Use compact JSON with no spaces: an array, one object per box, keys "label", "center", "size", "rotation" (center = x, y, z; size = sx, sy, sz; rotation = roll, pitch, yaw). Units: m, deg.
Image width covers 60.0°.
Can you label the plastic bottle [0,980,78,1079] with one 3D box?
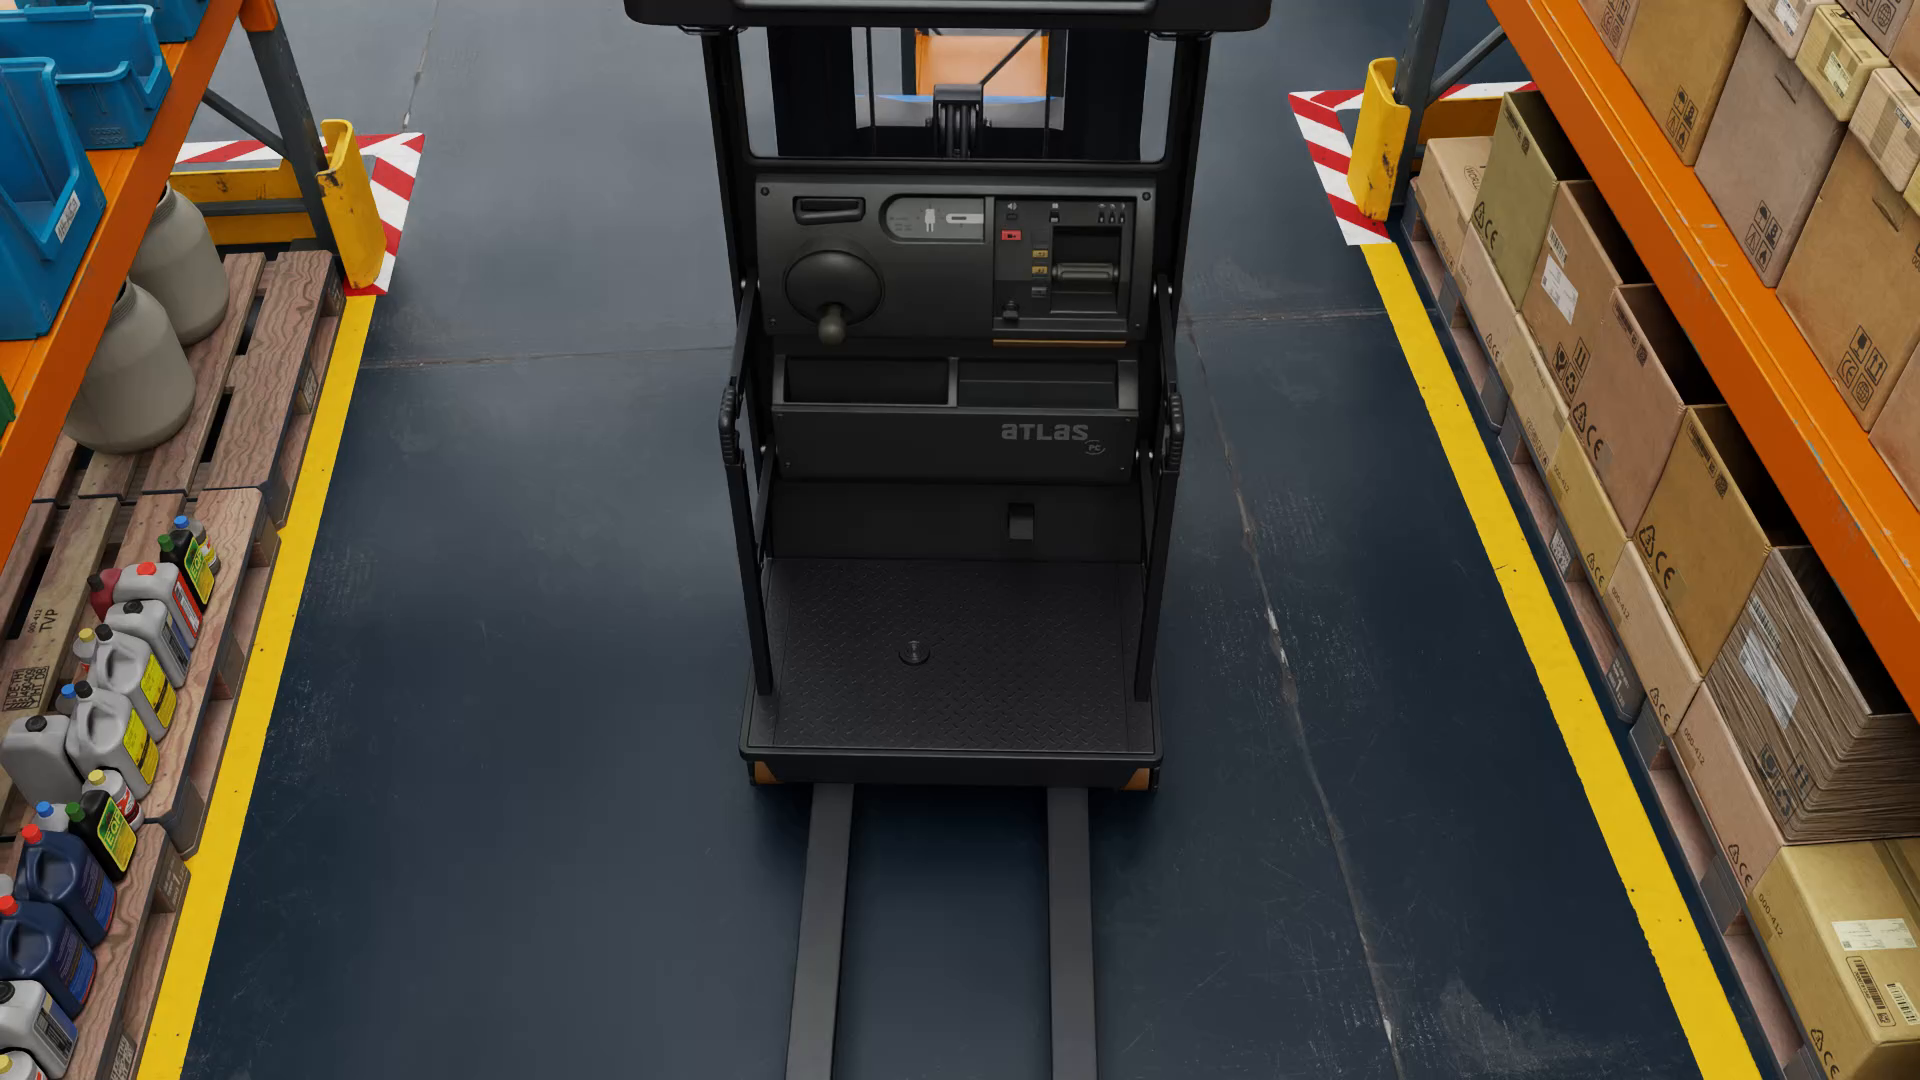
[{"label":"plastic bottle","center":[-2.115,1.089,3.726],"size":[0.152,0.276,0.135],"rotation":[-2,47,-2]}]

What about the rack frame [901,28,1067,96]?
[{"label":"rack frame","center":[0.072,-1.209,5.363],"size":[0.500,1.500,0.032],"rotation":[1,47,1]}]

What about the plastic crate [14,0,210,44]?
[{"label":"plastic crate","center":[-2.466,-1.706,4.902],"size":[0.499,0.251,0.616],"rotation":[-3,47,-3]}]

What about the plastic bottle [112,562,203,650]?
[{"label":"plastic bottle","center":[-2.221,0.170,4.596],"size":[0.152,0.276,0.135],"rotation":[-3,47,-3]}]

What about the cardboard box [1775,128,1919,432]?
[{"label":"cardboard box","center":[2.333,-0.605,3.688],"size":[0.700,0.500,0.500],"rotation":[-3,47,-3]}]

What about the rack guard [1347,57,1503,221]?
[{"label":"rack guard","center":[2.129,-1.557,6.381],"size":[1.175,0.500,0.348],"rotation":[-3,47,-3]}]

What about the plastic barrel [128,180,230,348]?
[{"label":"plastic barrel","center":[-2.674,-0.919,5.478],"size":[0.421,0.512,0.421],"rotation":[0,47,0]}]

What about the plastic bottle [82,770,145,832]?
[{"label":"plastic bottle","center":[-2.141,0.652,4.191],"size":[0.097,0.201,0.097],"rotation":[0,47,0]}]

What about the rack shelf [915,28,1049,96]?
[{"label":"rack shelf","center":[0.082,-1.455,5.843],"size":[0.538,0.185,1.000],"rotation":[1,47,1]}]

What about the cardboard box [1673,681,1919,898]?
[{"label":"cardboard box","center":[2.177,0.611,4.210],"size":[0.500,0.250,0.500],"rotation":[-3,47,-3]}]

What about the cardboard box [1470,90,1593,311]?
[{"label":"cardboard box","center":[1.998,-1.093,5.307],"size":[0.500,0.500,0.500],"rotation":[-3,47,-3]}]

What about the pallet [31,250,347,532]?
[{"label":"pallet","center":[-2.690,-0.502,5.580],"size":[1.003,0.211,1.213],"rotation":[-3,47,-3]}]

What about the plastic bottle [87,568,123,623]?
[{"label":"plastic bottle","center":[-2.327,0.175,4.587],"size":[0.061,0.283,0.133],"rotation":[-3,47,-3]}]

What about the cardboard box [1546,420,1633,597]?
[{"label":"cardboard box","center":[2.078,-0.112,4.894],"size":[0.500,0.250,0.500],"rotation":[-3,47,-3]}]

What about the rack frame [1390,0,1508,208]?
[{"label":"rack frame","center":[2.131,-2.400,5.457],"size":[1.000,3.000,0.127],"rotation":[-3,47,-3]}]

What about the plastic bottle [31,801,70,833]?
[{"label":"plastic bottle","center":[-2.190,0.730,4.069],"size":[0.097,0.271,0.097],"rotation":[0,47,0]}]

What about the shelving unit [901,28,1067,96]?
[{"label":"shelving unit","center":[0.082,-1.572,5.706],"size":[0.587,1.500,1.083],"rotation":[1,47,1]}]

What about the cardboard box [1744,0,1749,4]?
[{"label":"cardboard box","center":[2.059,-1.428,4.021],"size":[0.380,0.149,0.250],"rotation":[-4,47,-4]}]

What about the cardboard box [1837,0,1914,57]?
[{"label":"cardboard box","center":[2.296,-1.396,3.544],"size":[0.700,0.500,0.500],"rotation":[-3,47,-3]}]

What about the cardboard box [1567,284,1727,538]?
[{"label":"cardboard box","center":[2.077,-0.369,4.622],"size":[0.500,0.500,0.500],"rotation":[-3,47,-3]}]

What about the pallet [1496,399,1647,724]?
[{"label":"pallet","center":[2.335,-0.009,5.113],"size":[1.003,0.211,1.213],"rotation":[-3,47,-3]}]

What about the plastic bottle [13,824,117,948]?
[{"label":"plastic bottle","center":[-2.141,0.807,3.942],"size":[0.144,0.351,0.185],"rotation":[-5,47,-5]}]

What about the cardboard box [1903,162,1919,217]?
[{"label":"cardboard box","center":[2.146,-0.683,3.315],"size":[0.380,0.149,0.250],"rotation":[-4,47,-3]}]

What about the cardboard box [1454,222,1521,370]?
[{"label":"cardboard box","center":[1.999,-0.835,5.580],"size":[0.500,0.250,0.500],"rotation":[-3,47,-3]}]

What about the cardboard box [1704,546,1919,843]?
[{"label":"cardboard box","center":[2.179,0.353,3.938],"size":[0.500,0.500,0.500],"rotation":[-3,47,-3]}]

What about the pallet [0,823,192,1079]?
[{"label":"pallet","center":[-2.485,1.263,3.908],"size":[1.003,0.211,1.213],"rotation":[-3,47,-3]}]

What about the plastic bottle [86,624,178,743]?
[{"label":"plastic bottle","center":[-2.192,0.364,4.360],"size":[0.144,0.351,0.185],"rotation":[-2,47,-2]}]

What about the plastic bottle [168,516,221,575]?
[{"label":"plastic bottle","center":[-2.215,0.012,4.797],"size":[0.097,0.201,0.097],"rotation":[0,47,0]}]

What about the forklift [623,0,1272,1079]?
[{"label":"forklift","center":[-0.014,-0.556,3.758],"size":[1.130,2.935,3.031],"rotation":[1,47,1]}]

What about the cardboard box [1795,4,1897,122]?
[{"label":"cardboard box","center":[2.099,-1.057,3.670],"size":[0.380,0.149,0.250],"rotation":[-2,47,-2]}]

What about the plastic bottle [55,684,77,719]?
[{"label":"plastic bottle","center":[-2.308,0.455,4.378],"size":[0.097,0.201,0.097],"rotation":[0,47,0]}]

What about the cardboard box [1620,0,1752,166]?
[{"label":"cardboard box","center":[2.242,-1.356,4.400],"size":[0.700,0.500,0.500],"rotation":[-3,47,-3]}]

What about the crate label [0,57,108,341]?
[{"label":"crate label","center":[-2.382,-0.798,3.916],"size":[0.502,0.435,0.616],"rotation":[-3,47,-3]}]
